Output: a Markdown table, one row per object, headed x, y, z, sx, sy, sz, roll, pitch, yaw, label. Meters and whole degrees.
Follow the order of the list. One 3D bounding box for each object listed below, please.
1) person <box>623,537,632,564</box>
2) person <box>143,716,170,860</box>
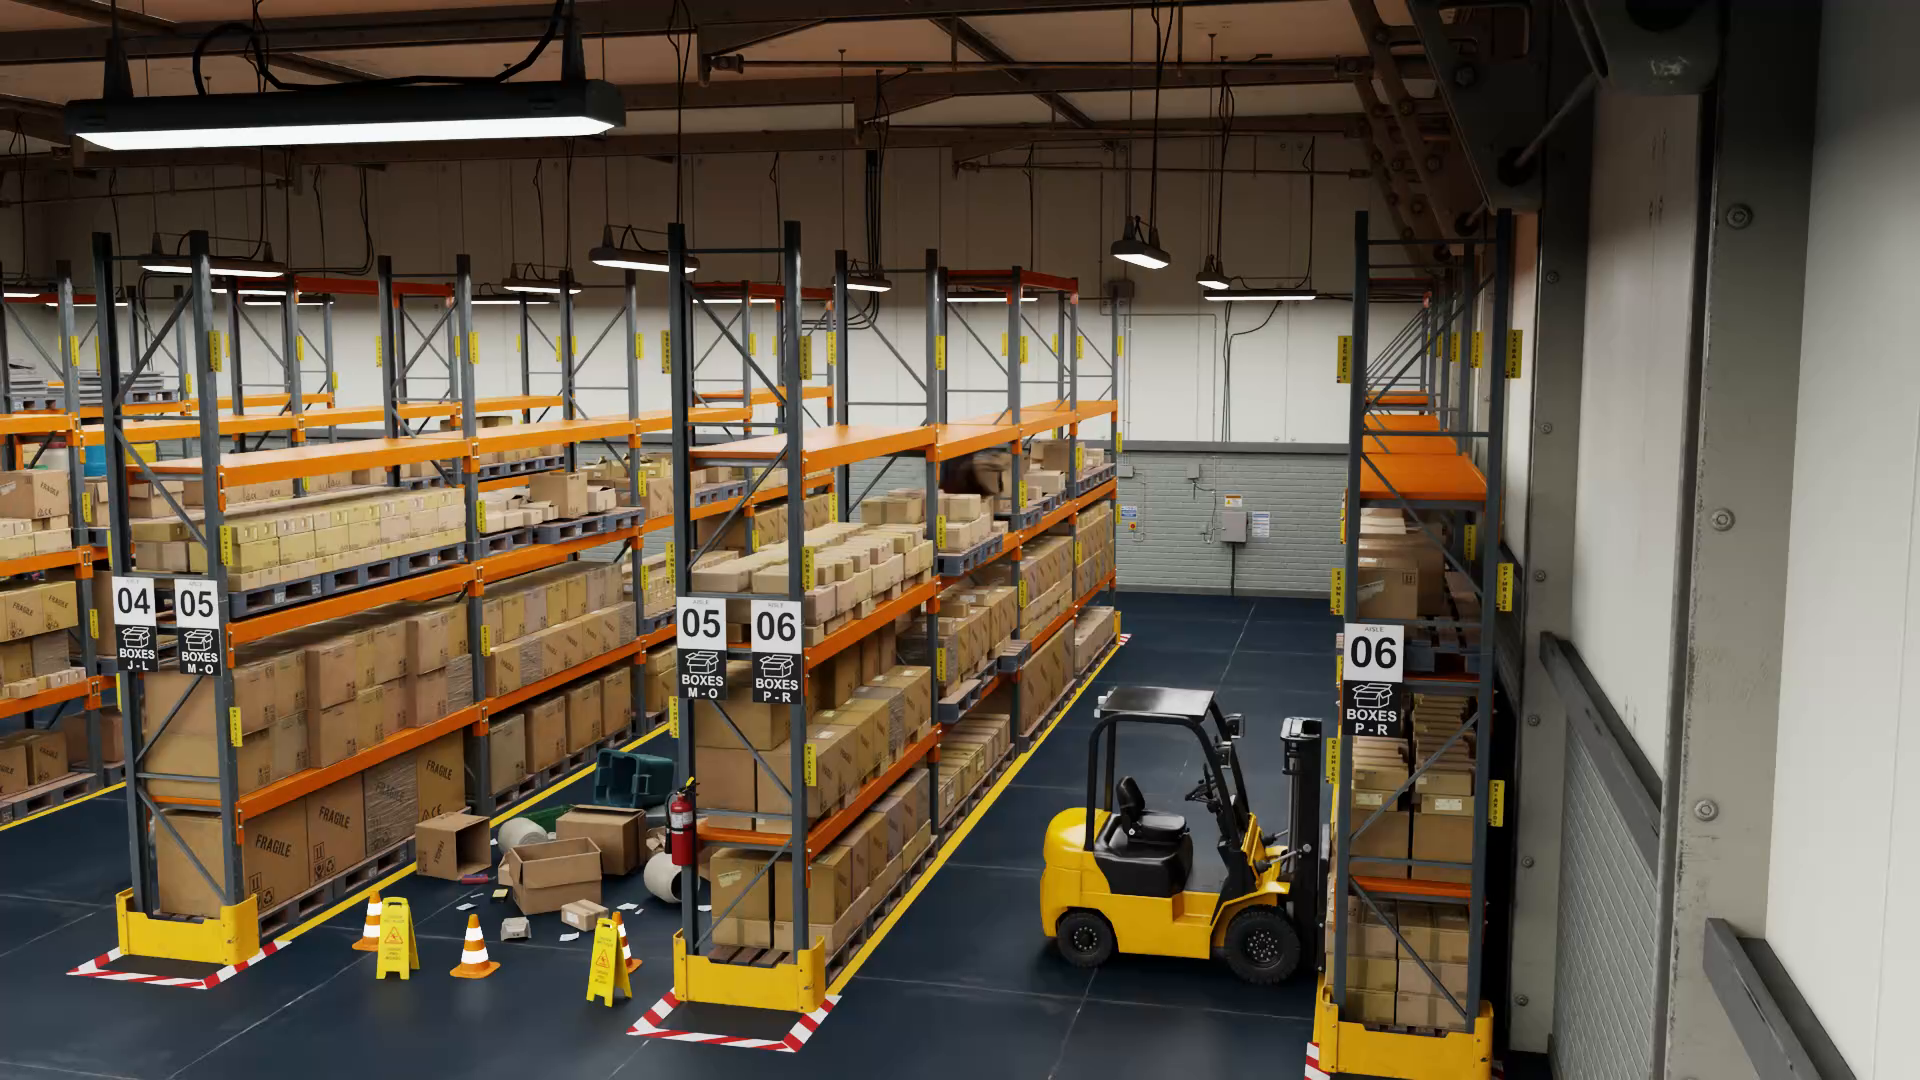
| x | y | z | sx | sy | sz | roll | pitch | yaw | label |
| --- | --- | --- | --- | --- | --- | --- | --- | --- | --- |
| -5.837 | 0.692 | 29.808 | 0.411 | 1.676 | 0.501 | 1 | 7 | 6 | person |
| -7.816 | 2.353 | 16.250 | 0.523 | 1.662 | 0.442 | -6 | 9 | -43 | person |
